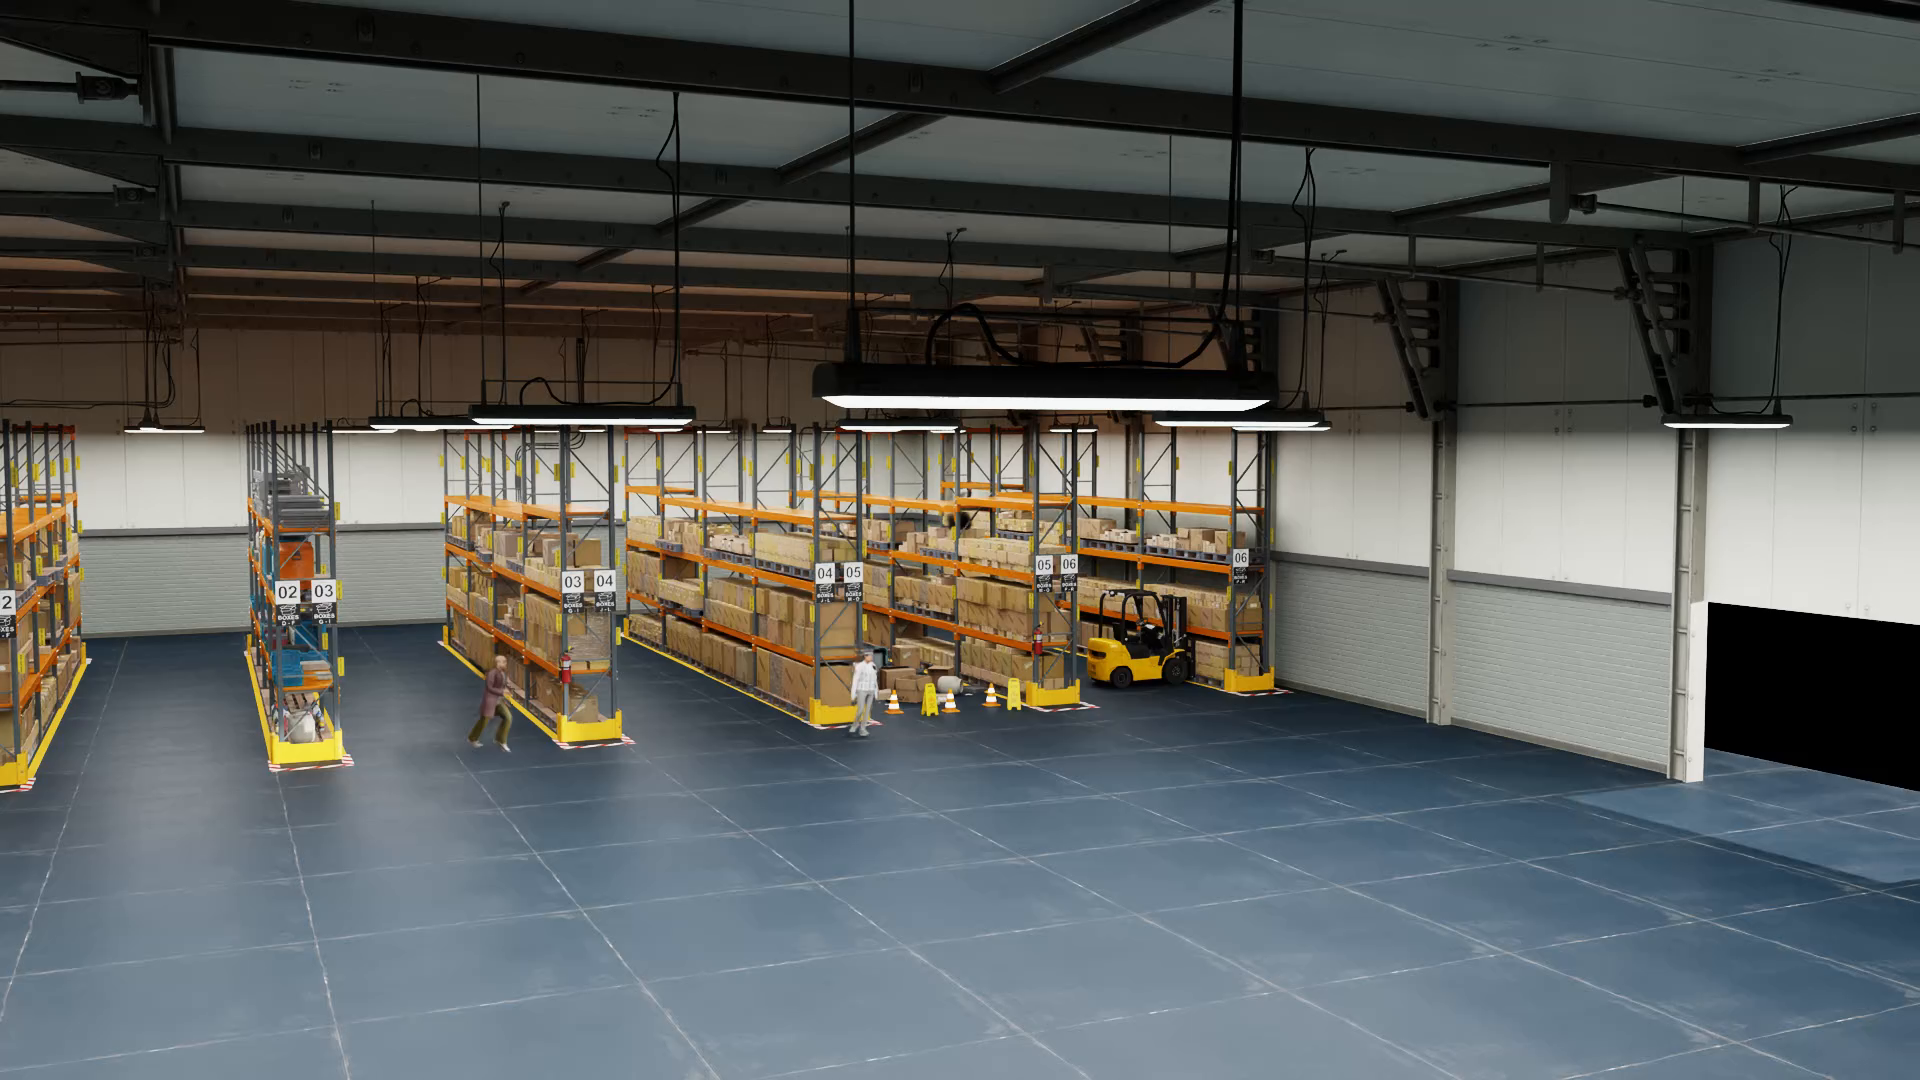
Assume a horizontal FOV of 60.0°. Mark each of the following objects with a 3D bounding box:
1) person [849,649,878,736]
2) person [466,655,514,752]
[{"bbox_3d":[-1.836,2.898,31.738,0.560,1.663,0.447,-3,4,-37],"label":"person"},{"bbox_3d":[-8.553,2.977,30.264,0.982,1.784,0.714,1,4,18],"label":"person"}]
